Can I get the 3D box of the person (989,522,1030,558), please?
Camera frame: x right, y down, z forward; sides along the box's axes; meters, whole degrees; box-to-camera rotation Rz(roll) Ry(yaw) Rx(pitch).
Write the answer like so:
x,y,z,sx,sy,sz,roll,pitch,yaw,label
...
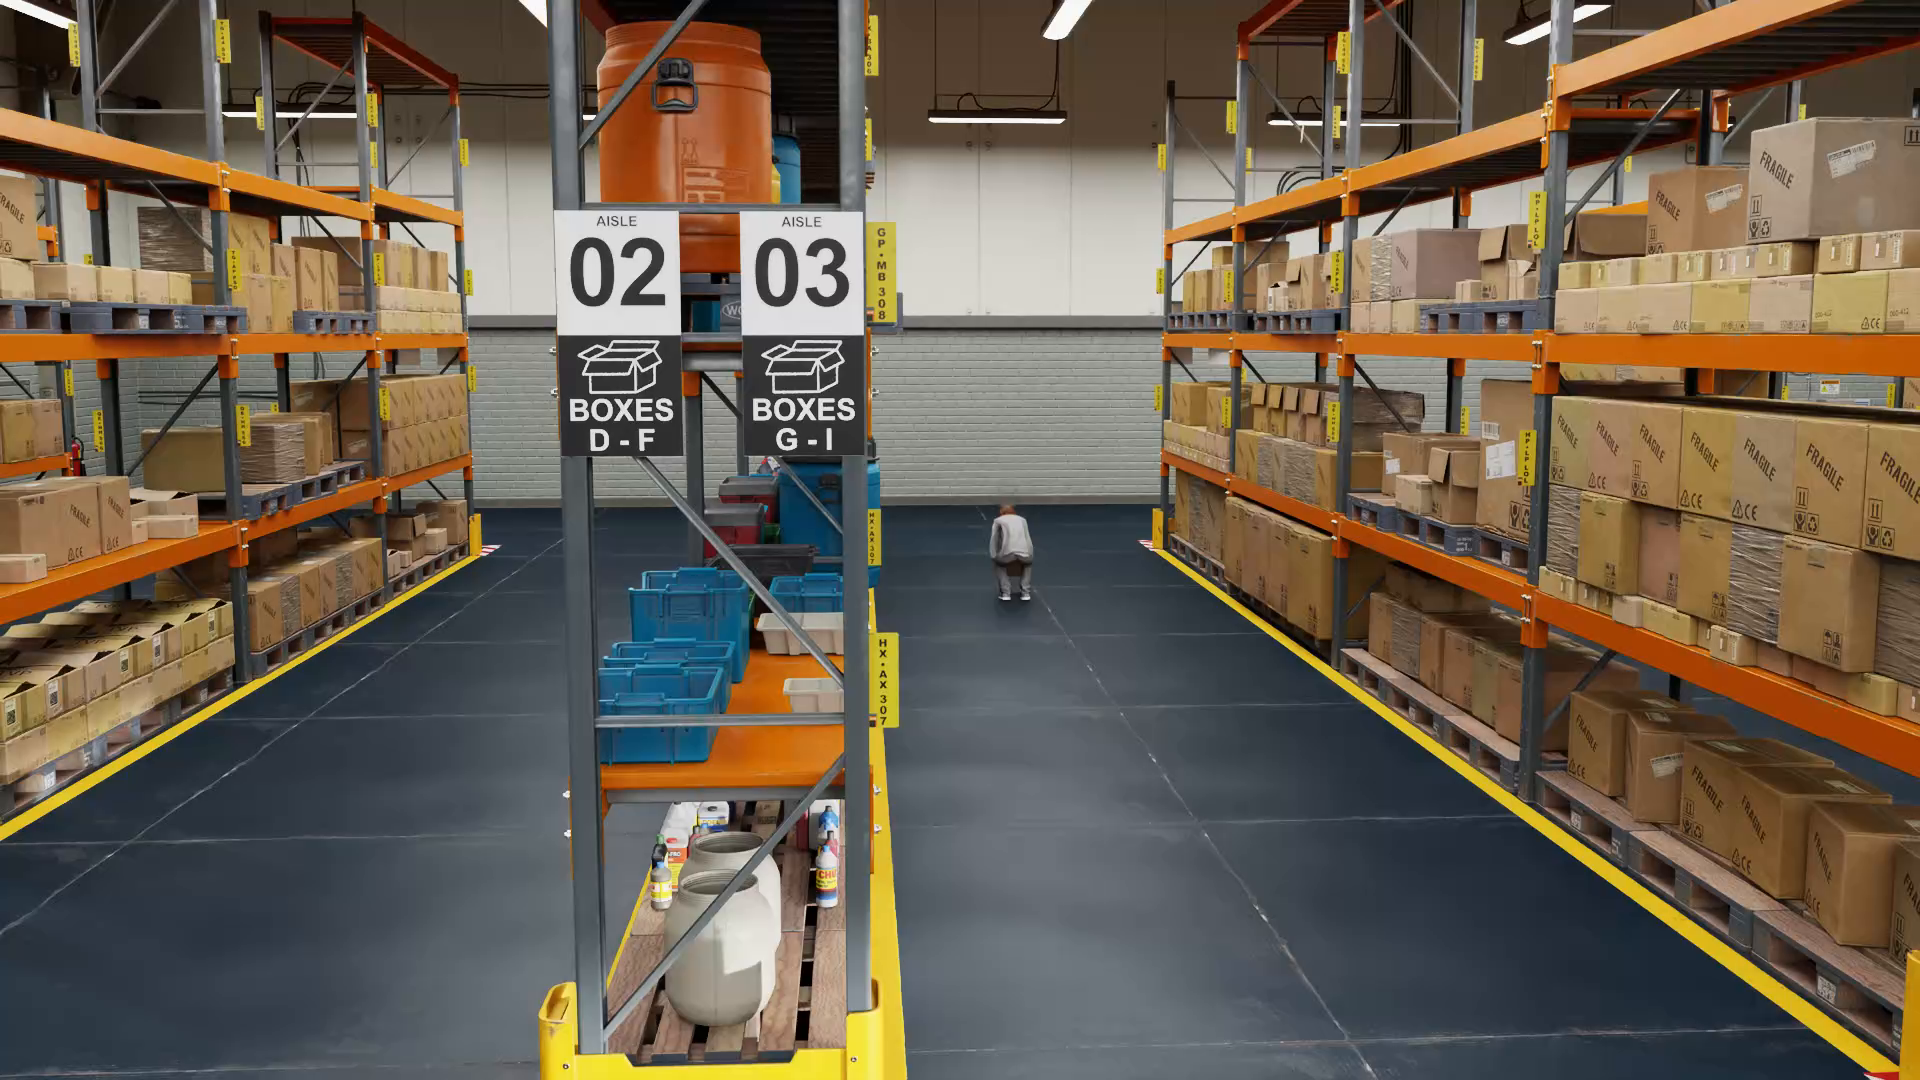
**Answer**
x,y,z,sx,sy,sz,roll,pitch,yaw,label
0.548,-0.001,17.620,0.434,0.463,0.644,0,7,-4,person
